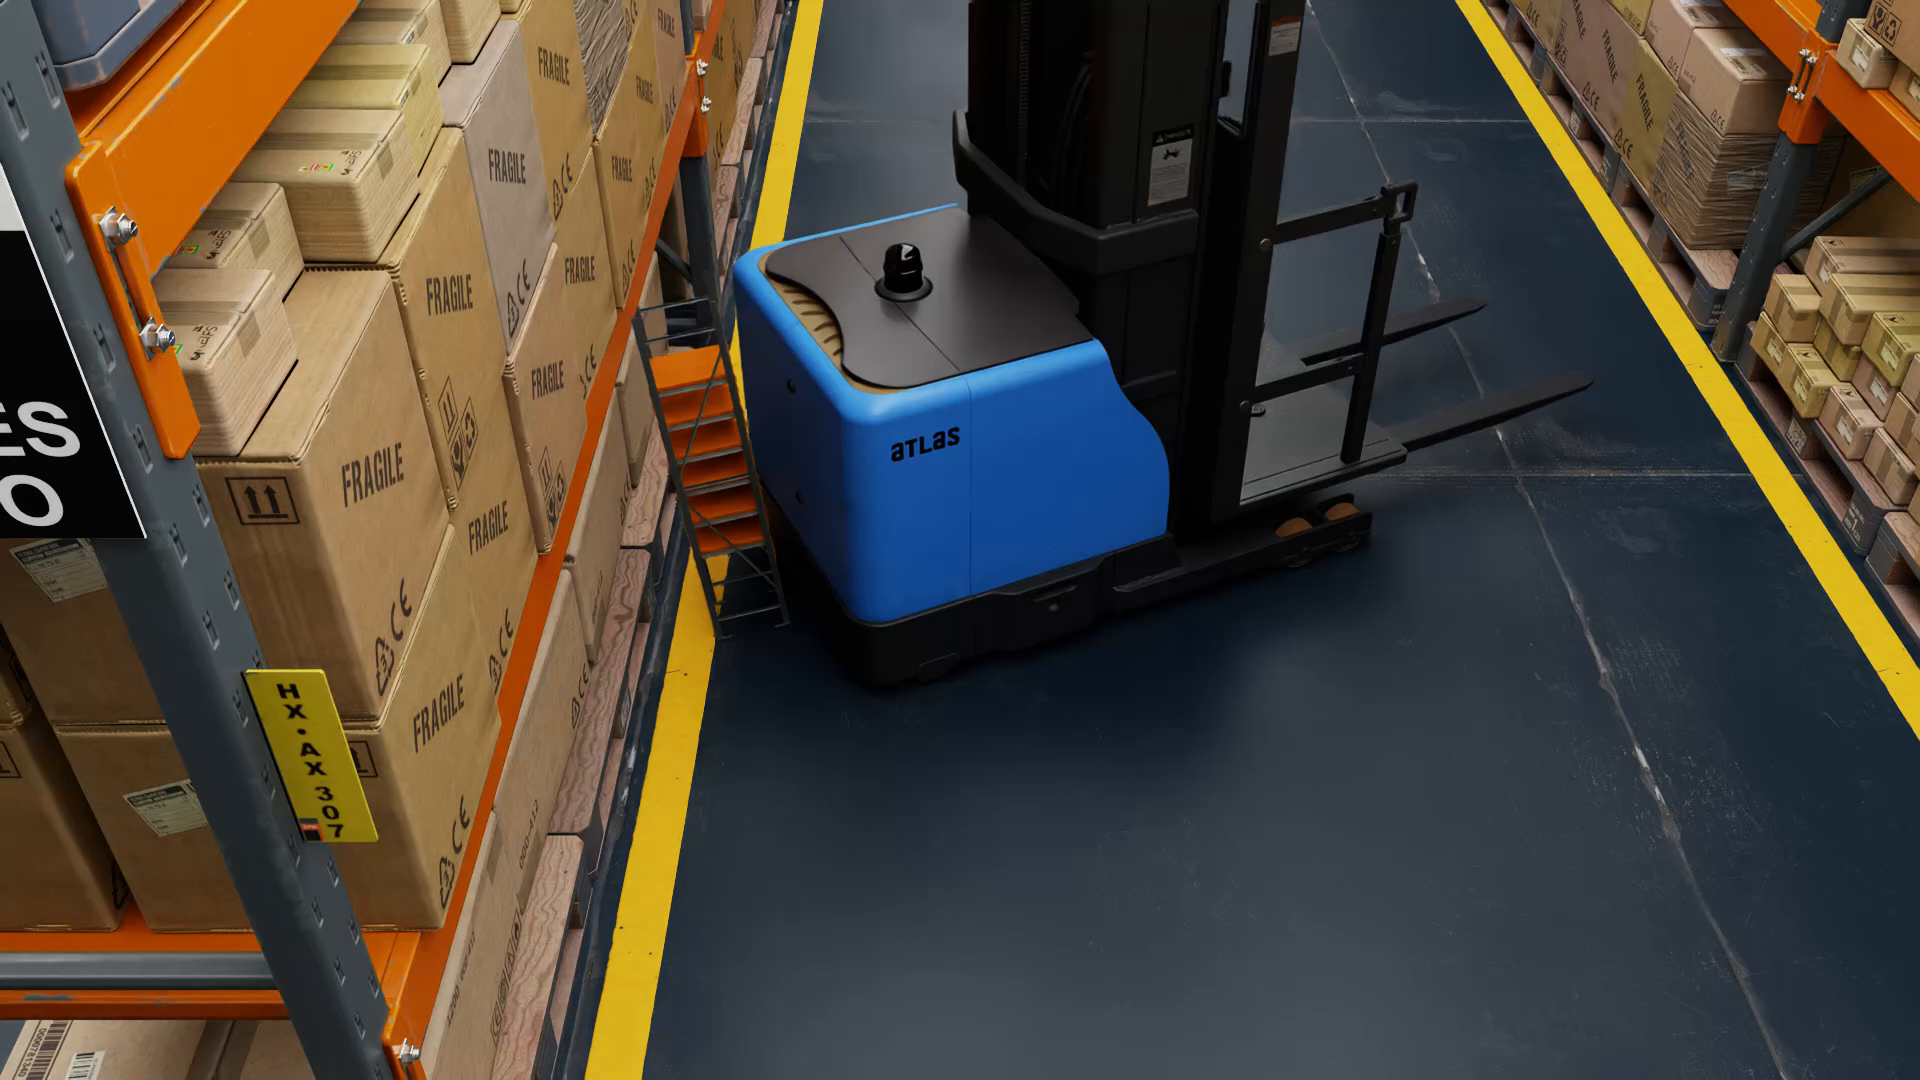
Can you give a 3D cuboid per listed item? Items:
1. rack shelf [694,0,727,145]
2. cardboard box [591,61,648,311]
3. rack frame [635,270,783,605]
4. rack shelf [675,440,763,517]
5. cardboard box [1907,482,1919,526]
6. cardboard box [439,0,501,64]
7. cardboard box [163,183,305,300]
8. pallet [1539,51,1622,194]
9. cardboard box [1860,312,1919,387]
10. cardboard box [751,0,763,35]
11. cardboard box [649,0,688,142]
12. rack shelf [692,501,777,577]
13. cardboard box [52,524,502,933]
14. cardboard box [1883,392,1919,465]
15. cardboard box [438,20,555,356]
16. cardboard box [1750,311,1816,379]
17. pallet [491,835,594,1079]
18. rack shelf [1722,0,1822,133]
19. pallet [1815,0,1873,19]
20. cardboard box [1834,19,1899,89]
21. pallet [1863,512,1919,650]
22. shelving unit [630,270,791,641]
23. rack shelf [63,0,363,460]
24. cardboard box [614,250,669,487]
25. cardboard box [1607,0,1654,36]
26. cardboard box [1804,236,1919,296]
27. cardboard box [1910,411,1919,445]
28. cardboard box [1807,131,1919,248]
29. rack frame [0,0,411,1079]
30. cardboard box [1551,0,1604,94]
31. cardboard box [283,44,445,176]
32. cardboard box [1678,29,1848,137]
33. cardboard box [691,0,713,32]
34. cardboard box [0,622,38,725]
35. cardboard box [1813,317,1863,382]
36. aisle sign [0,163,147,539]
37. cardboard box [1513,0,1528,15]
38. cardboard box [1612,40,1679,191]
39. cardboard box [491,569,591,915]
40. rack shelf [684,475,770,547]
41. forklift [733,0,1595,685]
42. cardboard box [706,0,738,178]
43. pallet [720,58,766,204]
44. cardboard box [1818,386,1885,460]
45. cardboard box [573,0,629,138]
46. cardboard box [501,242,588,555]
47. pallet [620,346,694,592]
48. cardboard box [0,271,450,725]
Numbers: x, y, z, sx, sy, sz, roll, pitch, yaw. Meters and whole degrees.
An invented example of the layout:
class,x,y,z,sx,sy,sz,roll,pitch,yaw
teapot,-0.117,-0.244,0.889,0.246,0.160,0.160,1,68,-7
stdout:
class,x,y,z,sx,sy,sz,roll,pitch,yaw
rack shelf,-1.427,-2.812,7.435,1.077,0.370,4.000,0,39,0
cardboard box,-1.147,-0.955,4.463,0.500,0.500,0.500,-1,39,-1
rack frame,-0.769,-0.278,5.121,0.240,1.200,0.006,-13,38,-6
rack shelf,-0.744,-0.190,5.077,0.258,0.103,0.180,-13,38,-6
cardboard box,3.343,-0.083,5.399,0.380,0.149,0.250,-2,39,-2
cardboard box,-1.130,-1.056,3.271,0.380,0.149,0.250,0,39,0
cardboard box,-1.215,-0.409,2.463,0.380,0.149,0.250,1,39,1
pallet,3.519,-2.072,8.167,1.003,0.211,1.213,0,39,0
cardboard box,3.309,-0.646,5.626,0.380,0.149,0.250,-1,39,-1
cardboard box,-1.511,-3.246,8.765,0.875,0.875,0.875,0,39,0
cardboard box,-1.168,-1.591,5.257,0.500,0.500,0.500,0,39,0
rack shelf,-0.717,-0.003,5.225,0.258,0.103,0.180,-13,38,-6
cardboard box,-1.133,0.320,2.872,0.500,0.500,0.500,0,39,0
cardboard box,3.330,-0.370,5.519,0.380,0.149,0.250,-2,39,-2
cardboard box,-1.151,-0.715,3.364,0.500,0.500,0.500,0,39,0
cardboard box,3.205,-0.732,6.209,0.380,0.149,0.250,-2,39,-2
pallet,-1.499,1.248,4.024,1.003,0.211,1.213,0,39,0
rack shelf,3.523,-2.878,7.518,1.077,0.370,4.000,0,39,0
pallet,3.670,-2.312,6.389,1.003,0.211,1.213,0,39,0
cardboard box,3.199,-1.633,5.590,0.380,0.149,0.250,1,39,2
pallet,3.566,0.365,5.126,1.003,0.211,1.213,0,39,0
shelving unit,-0.749,-0.225,5.050,0.258,1.200,0.189,-13,38,-6
rack shelf,-1.422,-1.481,3.376,1.077,0.370,4.000,0,39,0
cardboard box,-1.531,-0.613,5.829,0.875,0.438,0.875,-1,39,-1
cardboard box,3.270,-2.507,7.543,0.500,0.250,0.500,-2,39,-2
cardboard box,3.319,-0.976,6.038,0.380,0.149,0.250,1,39,2
cardboard box,3.251,-0.324,5.223,0.380,0.149,0.250,1,39,1
cardboard box,3.790,-1.559,6.960,0.500,0.500,0.500,1,39,2
rack frame,-1.423,0.660,2.528,0.949,2.616,0.053,0,39,0
cardboard box,3.276,-2.520,8.159,0.500,0.500,0.500,-1,39,-1
cardboard box,-1.119,-0.736,2.871,0.380,0.149,0.250,-1,39,-2
cardboard box,3.272,-1.855,6.730,0.500,0.250,0.500,-1,39,-1
cardboard box,-1.161,-2.058,6.040,0.500,0.250,0.500,-1,39,-1
cardboard box,-1.658,-0.071,2.560,0.500,0.500,0.500,1,39,1
cardboard box,3.296,-0.691,5.919,0.380,0.149,0.250,0,39,0
aisle sign,-1.130,-0.310,1.659,0.394,0.787,0.004,0,39,0
cardboard box,3.267,-3.156,8.952,0.500,0.500,0.500,-2,39,-2
cardboard box,3.272,-1.880,7.361,0.500,0.500,0.500,-1,39,-1
cardboard box,-1.530,0.511,4.427,0.875,0.438,0.875,1,39,1
rack shelf,-0.731,-0.097,5.151,0.258,0.103,0.180,-13,38,-6
forklift,0.837,-1.332,5.068,3.031,2.935,1.130,-17,42,-20
cardboard box,-1.514,-2.129,7.371,0.875,0.875,0.875,1,39,1
pallet,-1.505,-2.001,8.078,1.003,0.211,1.213,0,39,0
cardboard box,3.257,-0.410,5.807,0.380,0.149,0.250,0,39,0
cardboard box,-1.145,-1.340,4.144,0.500,0.500,0.500,0,39,1
cardboard box,-1.144,-0.314,3.663,0.500,0.500,0.500,0,39,0
pallet,-1.502,-0.278,5.928,1.003,0.211,1.213,0,39,0
cardboard box,-1.136,-0.070,2.559,0.500,0.500,0.500,-1,39,-1
